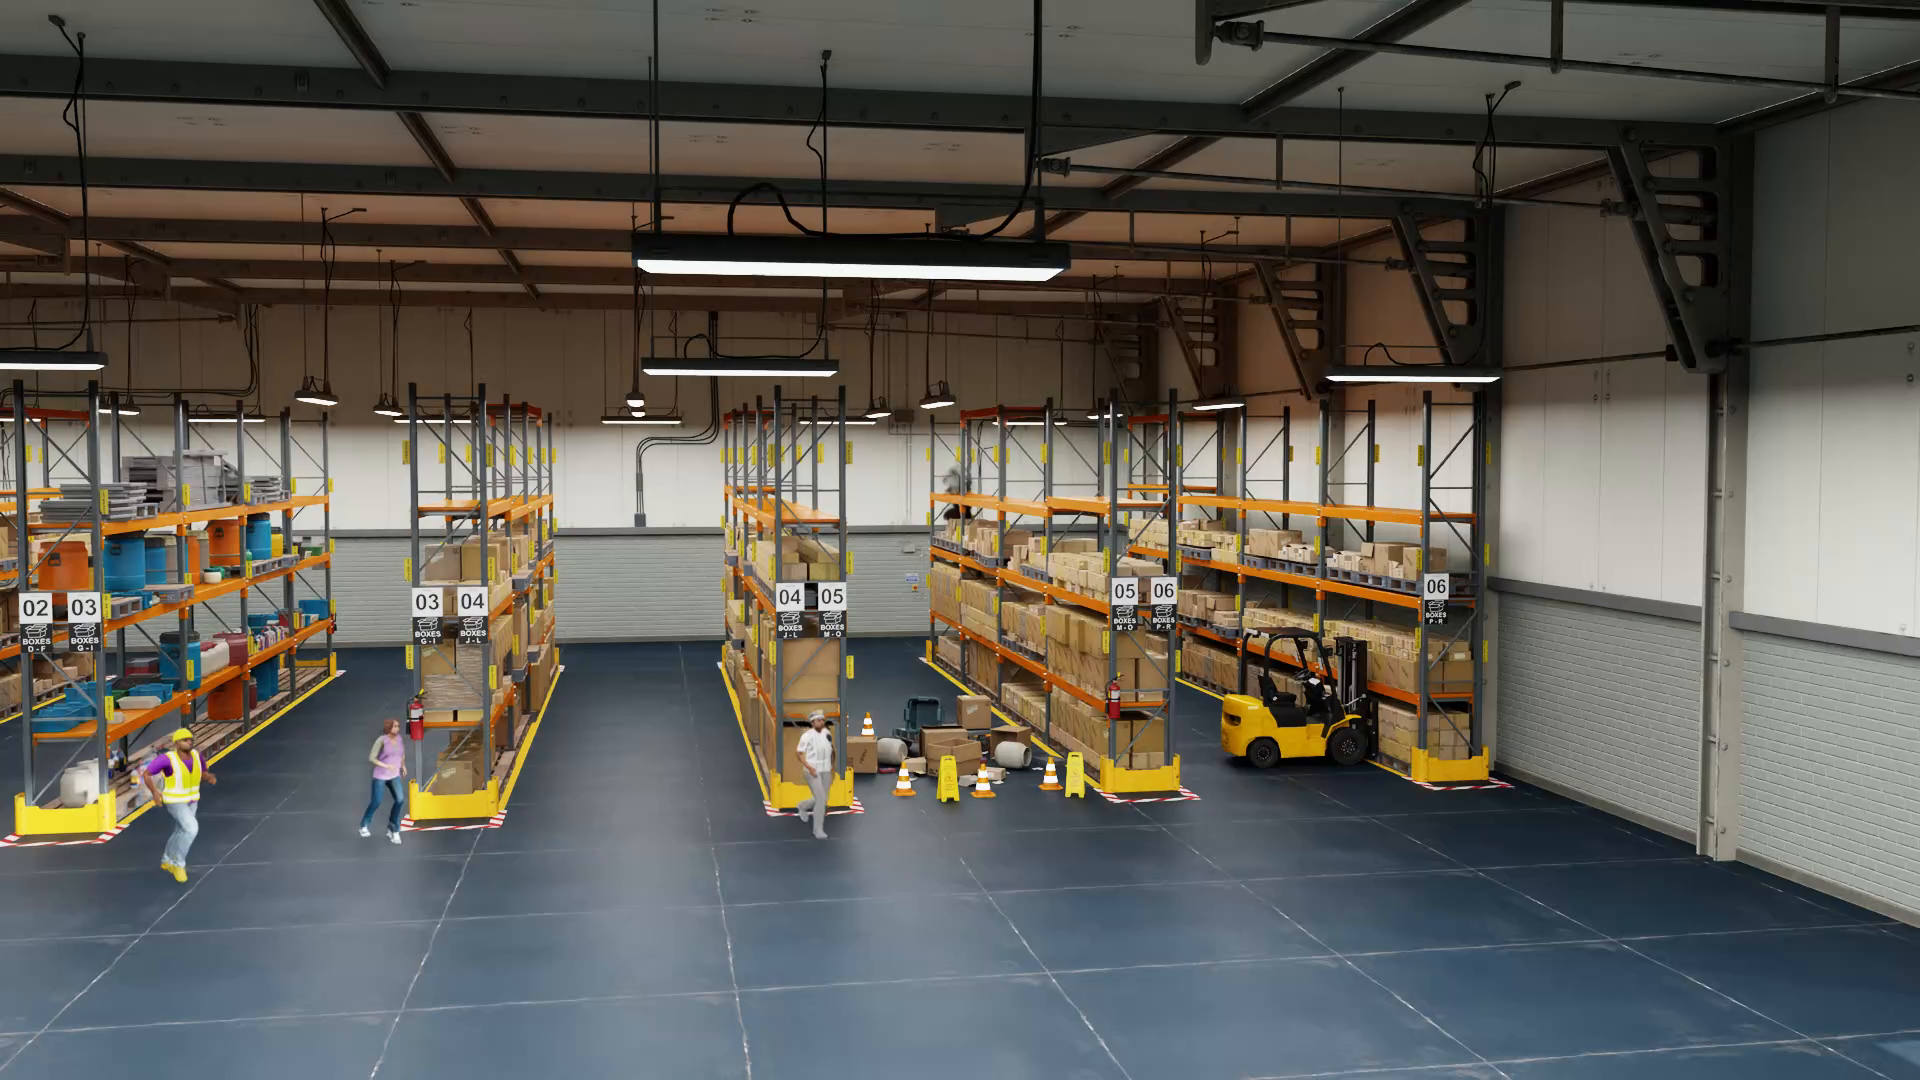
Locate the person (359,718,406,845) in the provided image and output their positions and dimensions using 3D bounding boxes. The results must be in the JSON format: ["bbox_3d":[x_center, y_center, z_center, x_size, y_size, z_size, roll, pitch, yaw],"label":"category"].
[{"bbox_3d":[-7.439,3.120,21.635,0.654,1.637,0.599,2,4,40],"label":"person"}]

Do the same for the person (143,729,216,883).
[{"bbox_3d":[-9.203,3.126,19.717,0.748,1.802,0.687,1,3,21],"label":"person"}]

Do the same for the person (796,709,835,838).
[{"bbox_3d":[-1.930,3.064,21.992,0.589,1.705,0.650,-3,4,-41],"label":"person"}]
